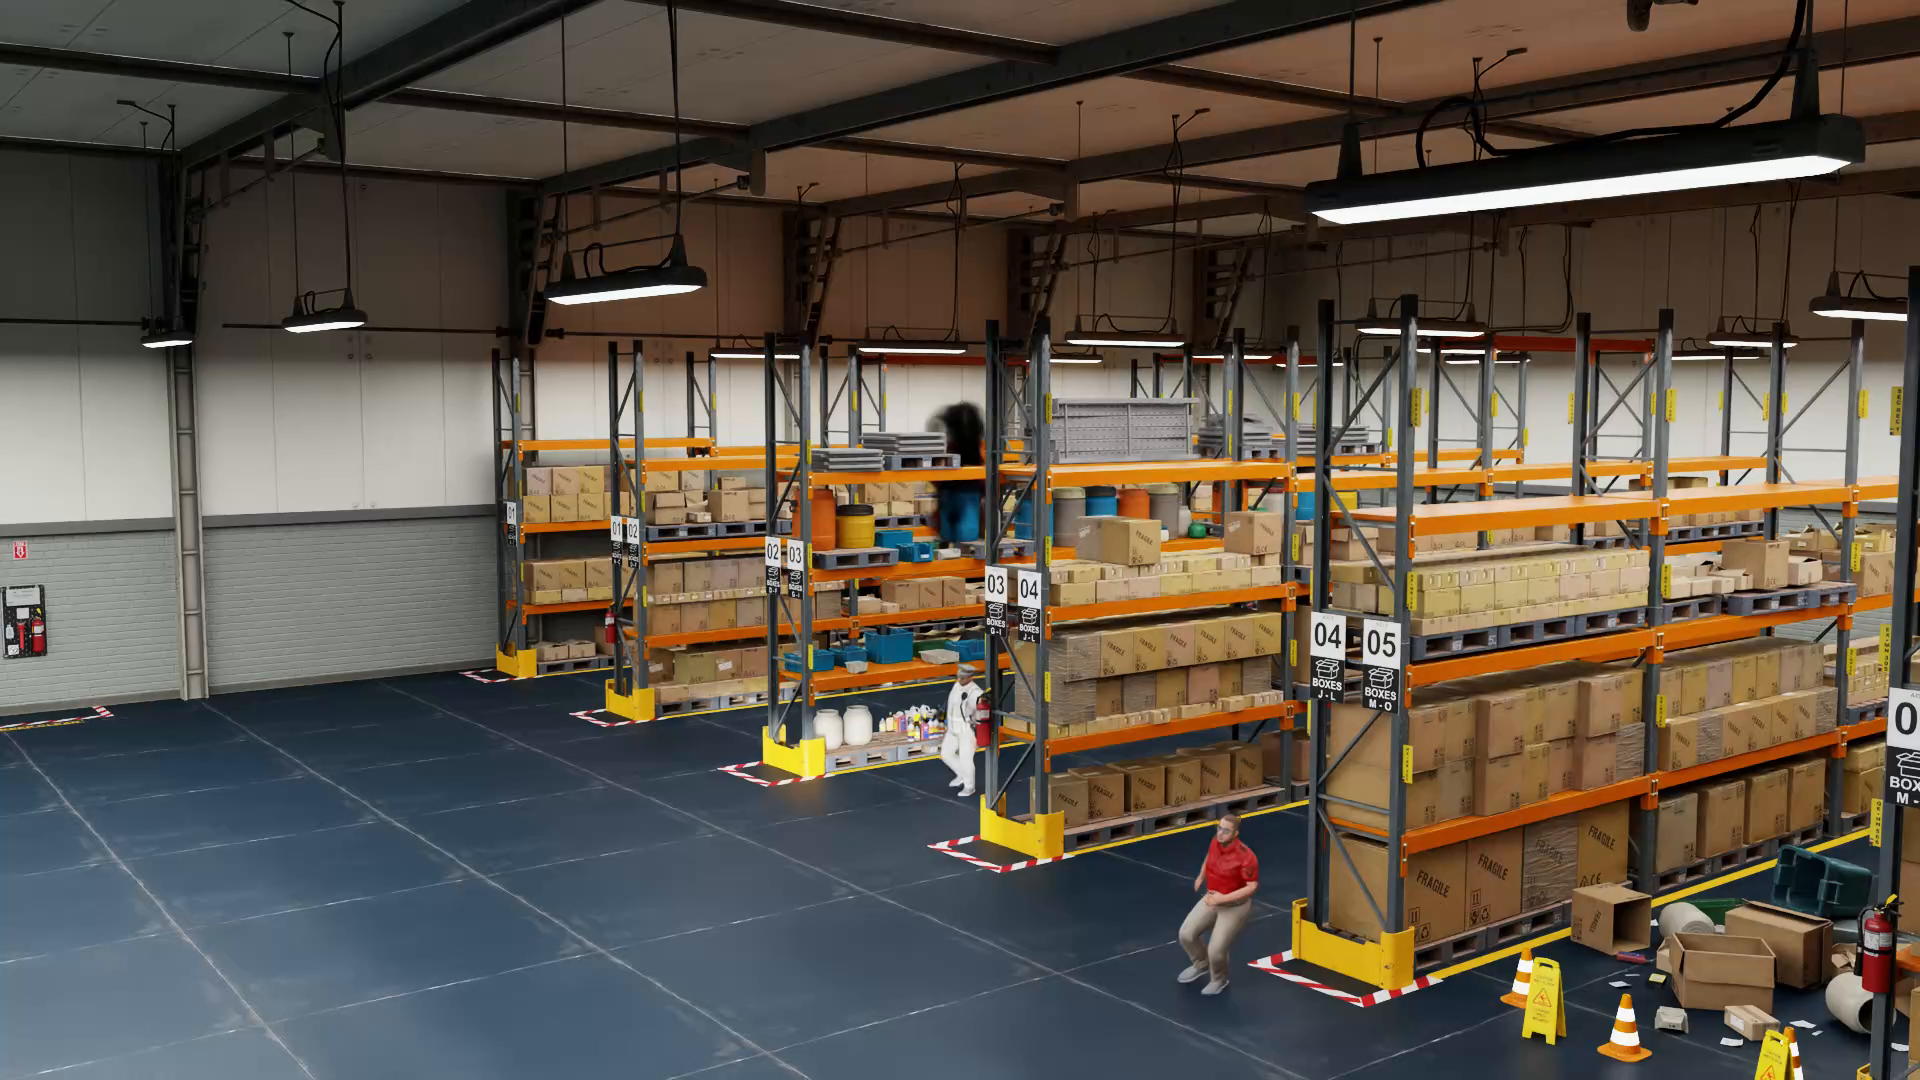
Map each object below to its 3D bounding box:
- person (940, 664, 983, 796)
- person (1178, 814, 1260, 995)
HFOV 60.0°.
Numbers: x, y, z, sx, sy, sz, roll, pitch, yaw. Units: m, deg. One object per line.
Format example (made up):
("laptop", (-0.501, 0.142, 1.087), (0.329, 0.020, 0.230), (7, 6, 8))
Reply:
("person", (0.053, 2.421, 21.337), (0.533, 1.718, 0.696), (-5, 7, -44))
("person", (2.172, 3.133, 14.173), (0.660, 1.652, 0.862), (-5, 7, -44))
